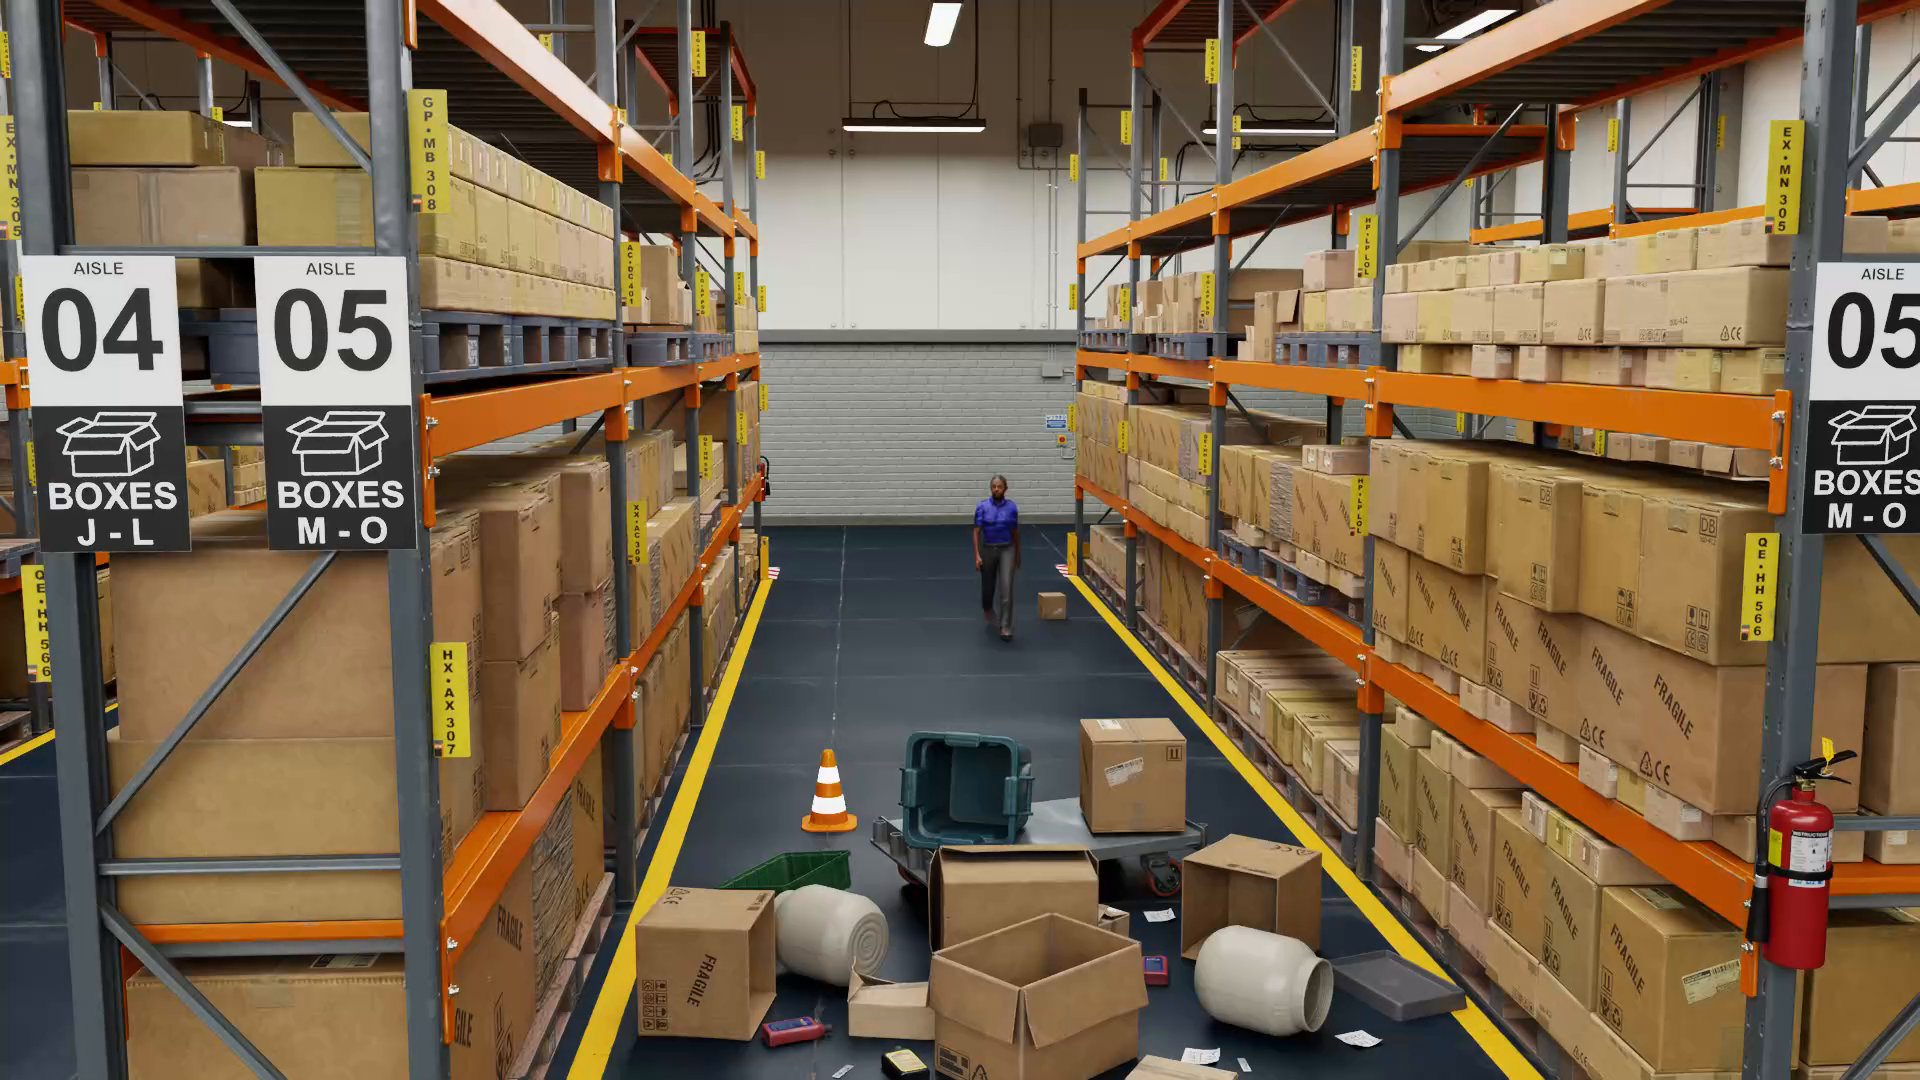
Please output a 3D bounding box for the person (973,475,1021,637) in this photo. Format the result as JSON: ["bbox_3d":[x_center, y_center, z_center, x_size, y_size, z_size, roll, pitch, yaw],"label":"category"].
[{"bbox_3d":[0.374,0.133,16.758,0.492,1.599,1.001,0,7,0],"label":"person"}]
